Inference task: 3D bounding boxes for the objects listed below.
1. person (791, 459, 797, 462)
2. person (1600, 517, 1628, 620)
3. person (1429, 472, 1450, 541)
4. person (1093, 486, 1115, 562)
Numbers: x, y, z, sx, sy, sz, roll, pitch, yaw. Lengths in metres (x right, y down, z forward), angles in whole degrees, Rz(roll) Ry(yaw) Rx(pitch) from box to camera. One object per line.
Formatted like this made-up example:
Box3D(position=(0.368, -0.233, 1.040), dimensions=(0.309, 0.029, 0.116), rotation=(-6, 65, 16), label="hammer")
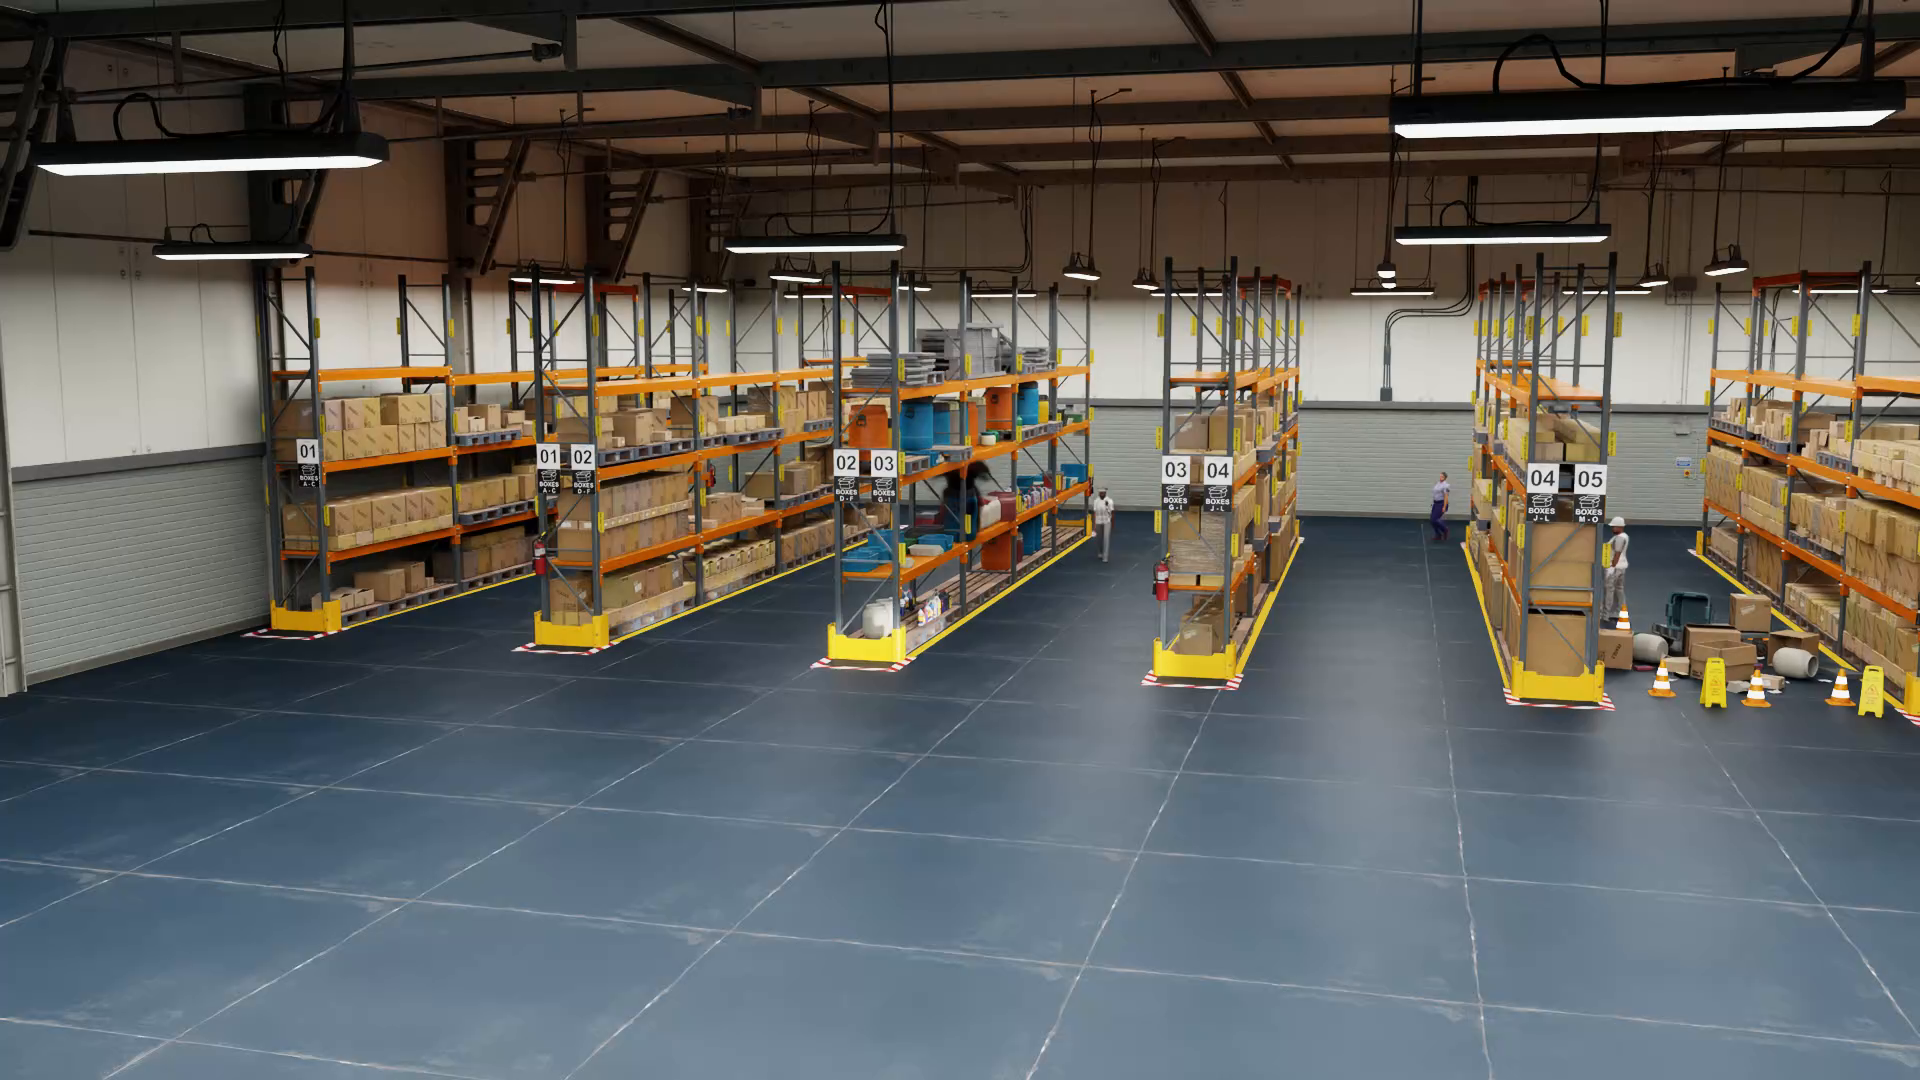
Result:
Box3D(position=(-4.365, -1.359, 43.861), dimensions=(0.439, 1.590, 0.436), rotation=(4, 8, 26), label="person")
Box3D(position=(11.280, 0.491, 28.696), dimensions=(0.493, 1.790, 0.623), rotation=(7, 10, 44), label="person")
Box3D(position=(11.286, -0.796, 39.232), dimensions=(0.441, 1.633, 0.514), rotation=(0, 7, -2), label="person")
Box3D(position=(3.098, -0.369, 35.908), dimensions=(0.476, 1.610, 0.985), rotation=(1, 7, 9), label="person")
